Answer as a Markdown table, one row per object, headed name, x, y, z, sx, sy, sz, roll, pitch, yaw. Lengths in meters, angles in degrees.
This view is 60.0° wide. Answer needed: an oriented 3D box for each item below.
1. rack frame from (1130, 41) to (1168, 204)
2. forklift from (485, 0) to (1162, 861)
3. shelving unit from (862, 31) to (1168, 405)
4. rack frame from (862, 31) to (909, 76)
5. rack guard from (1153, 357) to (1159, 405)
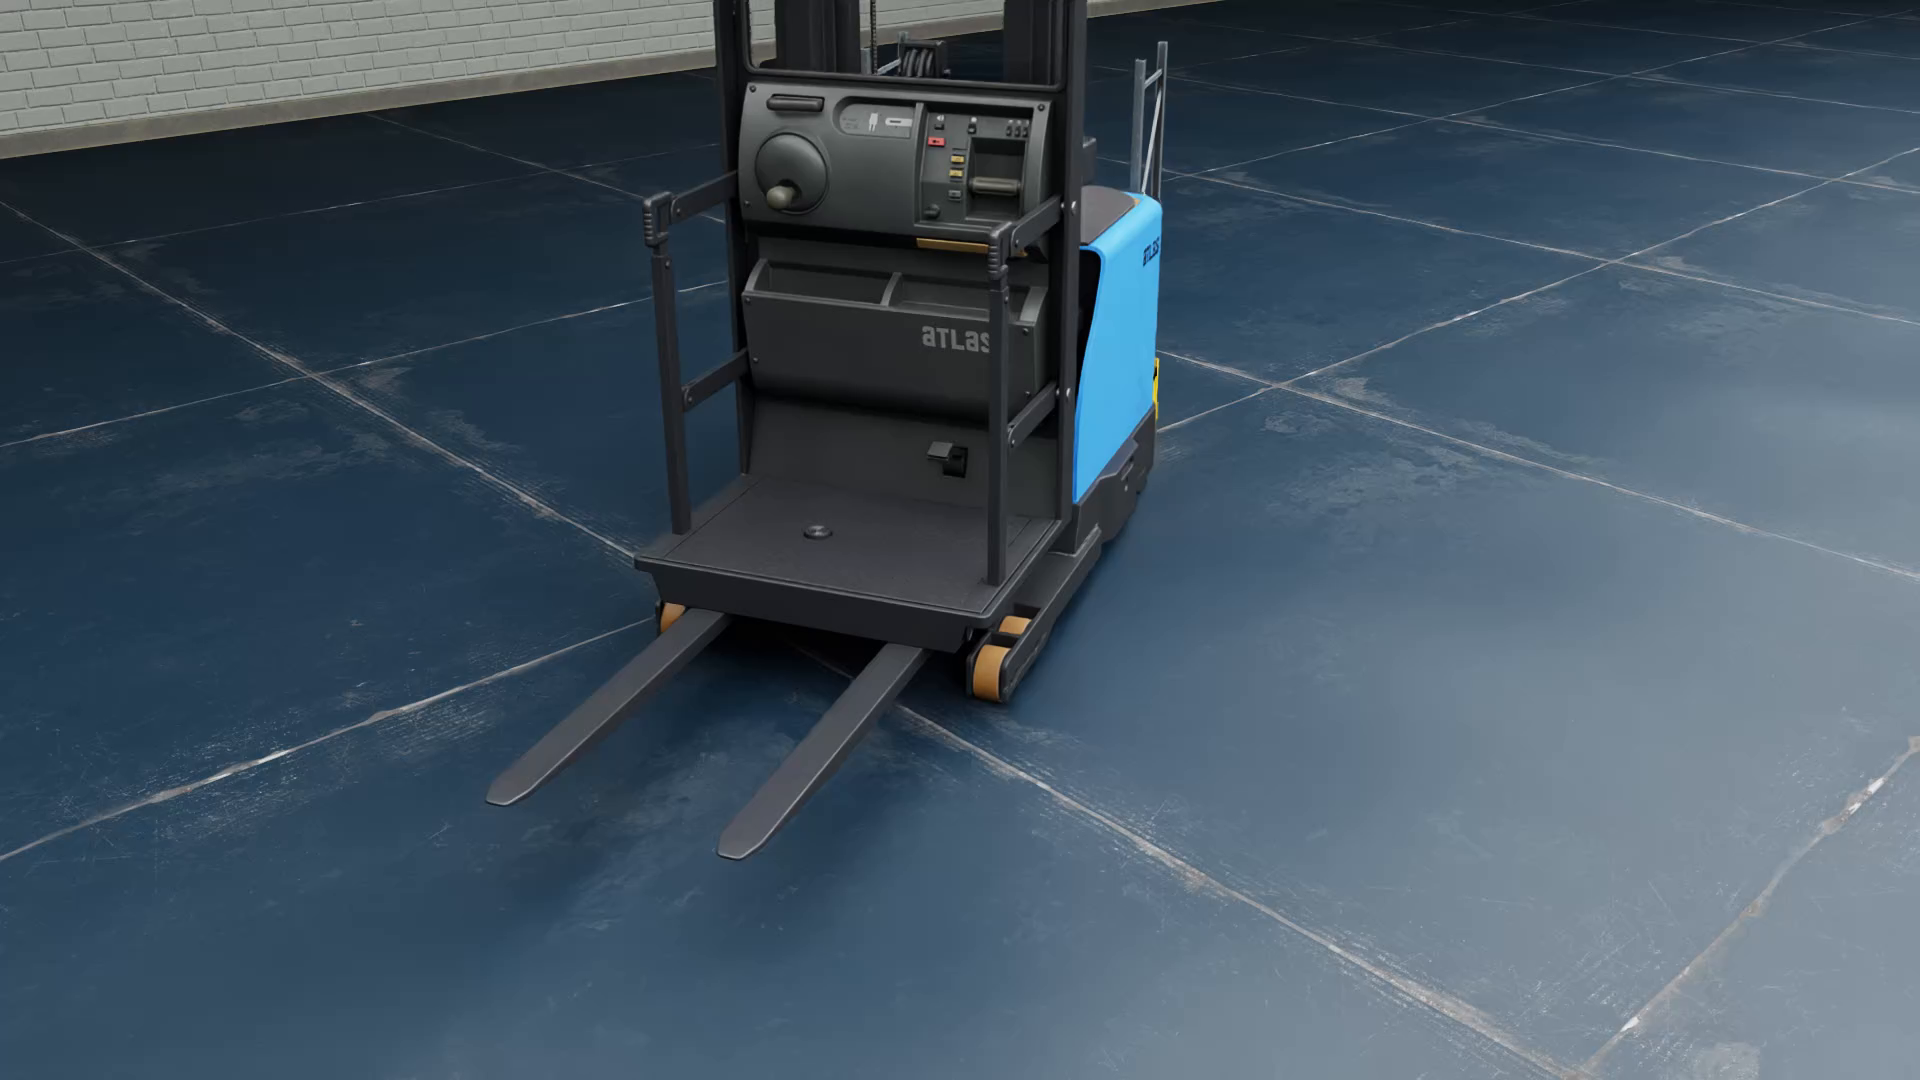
| name | x | y | z | sx | sy | sz | roll | pitch | yaw |
| --- | --- | --- | --- | --- | --- | --- | --- | --- | --- |
| rack frame | 0.694 | -1.086 | 6.321 | 0.032 | 1.500 | 0.500 | 7 | 25 | 15 |
| forklift | -0.270 | -1.063 | 4.548 | 1.130 | 2.935 | 3.031 | 9 | 26 | 18 |
| shelving unit | 0.215 | -1.144 | 6.448 | 1.083 | 1.500 | 0.587 | 7 | 25 | 15 |
| rack frame | -0.282 | -1.203 | 6.578 | 0.032 | 1.500 | 0.500 | 7 | 25 | 15 |
| rack guard | 0.692 | -0.517 | 6.579 | 0.087 | 0.250 | 0.587 | 7 | 25 | 15 |
